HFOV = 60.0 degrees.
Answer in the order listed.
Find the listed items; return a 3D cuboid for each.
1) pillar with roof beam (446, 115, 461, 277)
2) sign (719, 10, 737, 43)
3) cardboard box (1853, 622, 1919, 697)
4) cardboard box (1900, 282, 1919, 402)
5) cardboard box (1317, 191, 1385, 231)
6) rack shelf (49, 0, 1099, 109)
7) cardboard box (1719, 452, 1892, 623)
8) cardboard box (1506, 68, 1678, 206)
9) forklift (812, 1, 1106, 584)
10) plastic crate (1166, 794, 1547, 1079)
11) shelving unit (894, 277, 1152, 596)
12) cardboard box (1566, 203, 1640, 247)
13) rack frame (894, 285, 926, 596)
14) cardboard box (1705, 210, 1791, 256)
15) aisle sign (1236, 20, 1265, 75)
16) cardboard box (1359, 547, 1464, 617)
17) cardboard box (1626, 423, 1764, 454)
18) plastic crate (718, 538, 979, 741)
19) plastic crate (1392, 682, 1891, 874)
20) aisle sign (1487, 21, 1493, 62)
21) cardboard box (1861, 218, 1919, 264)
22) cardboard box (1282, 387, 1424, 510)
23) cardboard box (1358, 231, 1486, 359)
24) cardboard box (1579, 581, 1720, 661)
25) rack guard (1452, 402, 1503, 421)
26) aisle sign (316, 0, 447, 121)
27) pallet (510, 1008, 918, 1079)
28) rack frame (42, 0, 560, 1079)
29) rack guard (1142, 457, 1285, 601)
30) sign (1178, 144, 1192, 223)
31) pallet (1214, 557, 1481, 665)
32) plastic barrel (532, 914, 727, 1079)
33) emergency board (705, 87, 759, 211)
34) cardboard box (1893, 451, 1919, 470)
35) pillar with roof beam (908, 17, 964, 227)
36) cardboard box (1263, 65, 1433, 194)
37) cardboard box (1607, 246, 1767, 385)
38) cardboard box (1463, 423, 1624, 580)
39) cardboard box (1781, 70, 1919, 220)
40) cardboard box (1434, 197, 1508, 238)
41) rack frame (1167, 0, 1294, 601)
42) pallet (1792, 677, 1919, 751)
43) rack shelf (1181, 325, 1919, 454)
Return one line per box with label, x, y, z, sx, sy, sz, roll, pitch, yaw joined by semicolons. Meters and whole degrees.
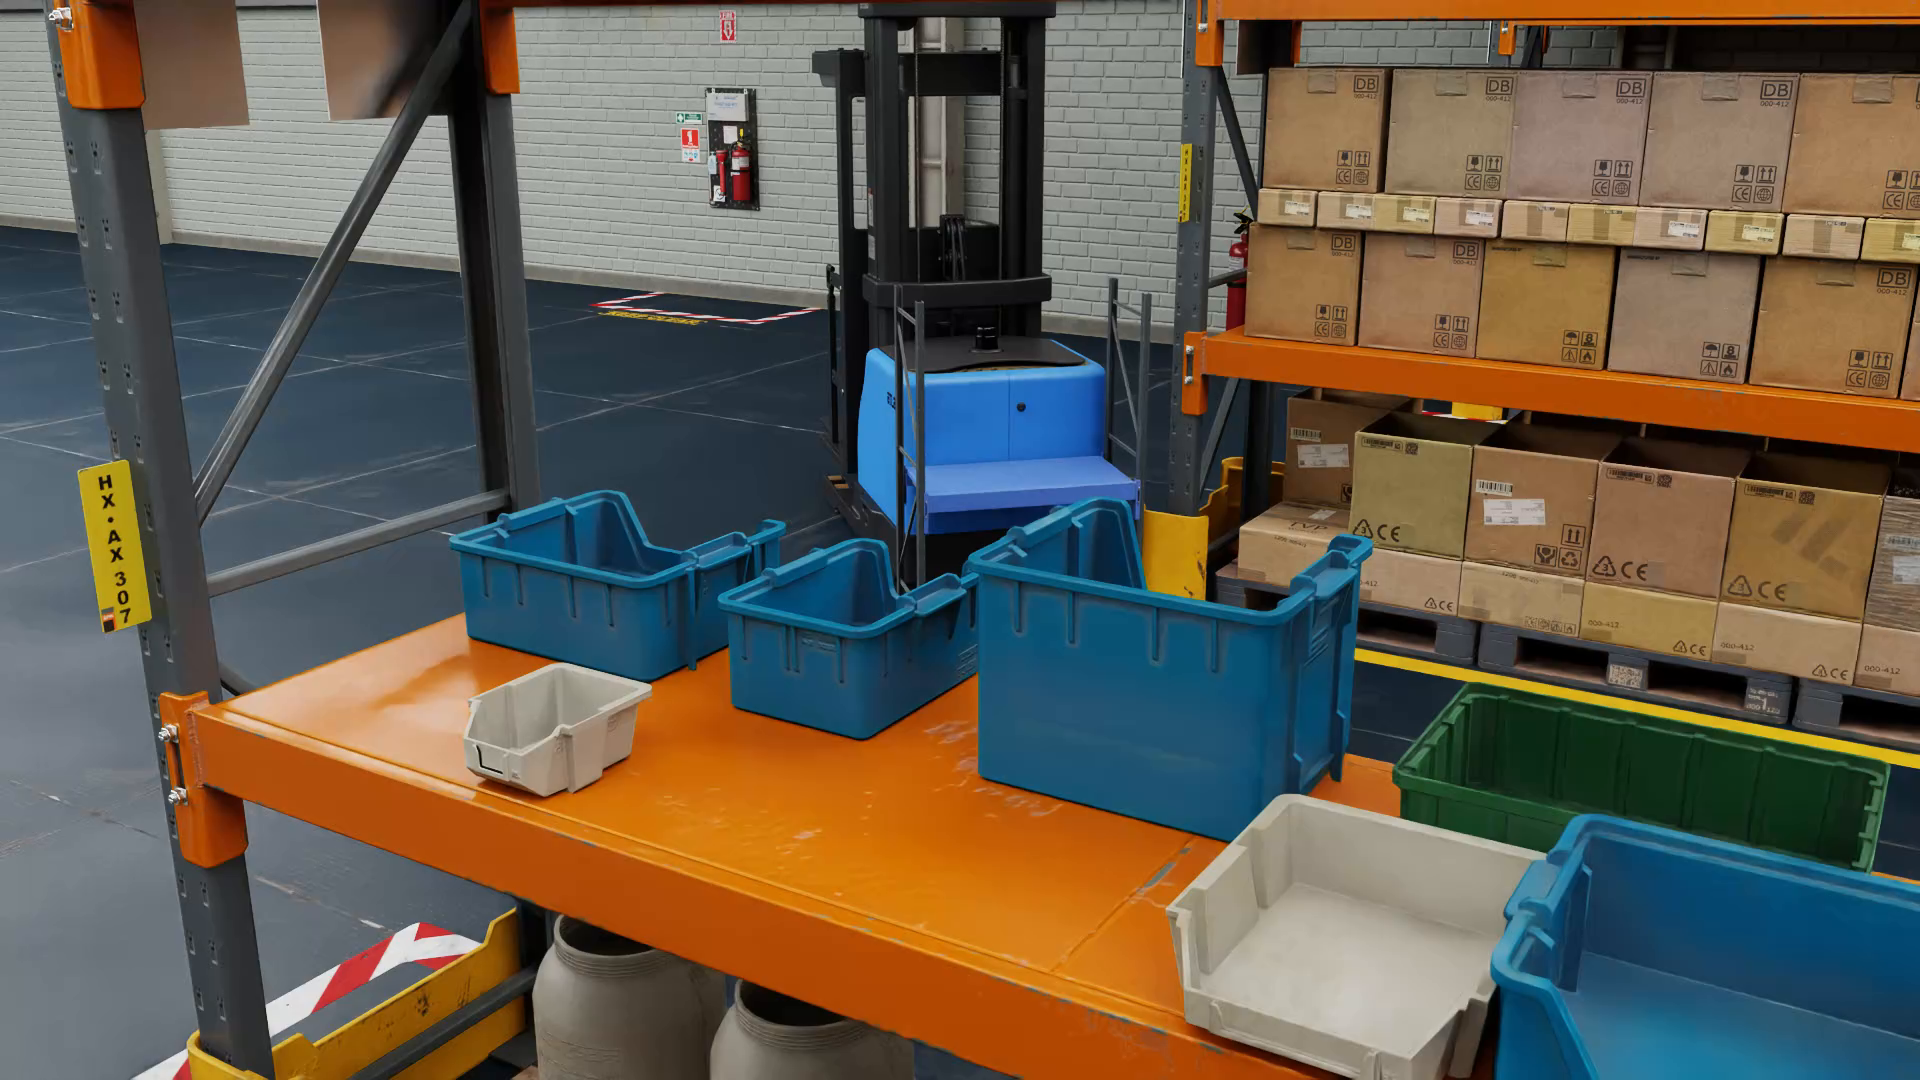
pillar with roof beam;-7.578;-6.181;13.746;0.400;9.000;9.100;10;20;30
sign;-2.253;-4.984;16.141;0.199;0.298;0.001;10;20;30
cardboard box;3.740;0.412;6.372;0.500;0.250;0.500;10;20;30
cardboard box;3.836;-0.800;6.182;0.500;0.500;0.700;10;20;29
cardboard box;1.710;-1.422;7.113;0.250;0.149;0.380;10;19;29
rack shelf;0.371;-0.777;2.354;4.000;0.370;1.077;10;20;30
cardboard box;3.313;-0.022;6.512;0.500;0.500;0.500;10;20;30
cardboard box;2.579;-1.647;6.739;0.500;0.500;0.700;10;20;30
forklift;-0.167;-1.579;9.037;1.130;2.935;3.031;-5;17;-15
plastic crate;0.559;0.560;2.329;0.437;0.136;0.530;10;20;30
shelving unit;0.269;-0.394;7.592;1.048;1.500;0.538;-4;18;-13
cardboard box;2.582;-1.266;6.600;0.250;0.149;0.380;10;19;29
rack frame;-0.225;-0.360;7.477;0.032;1.500;0.500;-4;18;-13
cardboard box;3.017;-1.187;6.341;0.250;0.149;0.380;11;20;32
aisle sign;1.360;-2.543;7.618;0.004;0.787;0.394;10;20;30
cardboard box;2.030;0.110;7.365;0.500;0.250;0.500;10;20;30
cardboard box;3.160;-0.227;7.187;0.500;0.500;0.500;10;20;30
plastic crate;-0.200;0.183;3.372;0.408;0.251;0.499;10;20;30
plastic crate;1.066;0.444;2.625;0.662;0.188;0.450;10;20;30
aisle sign;3.633;-3.624;11.178;0.004;0.787;0.394;10;20;30
cardboard box;3.460;-1.109;6.085;0.250;0.149;0.380;10;20;30
cardboard box;1.875;-0.452;7.928;0.500;0.500;0.500;10;20;30
cardboard box;2.103;-1.111;7.206;0.500;0.500;0.700;11;20;31
cardboard box;2.880;0.264;6.860;0.500;0.250;0.500;10;20;30
rack guard;3.916;-1.236;12.090;0.348;0.500;1.175;10;20;30
aisle sign;-1.239;-1.318;3.587;0.004;0.787;0.394;10;20;30
pallet;-0.555;1.469;3.681;1.213;0.211;1.003;10;20;30
rack frame;-1.334;0.010;3.687;0.127;3.000;1.000;10;20;30
rack guard;1.241;-0.024;8.099;0.348;0.500;1.175;10;20;30
sign;0.966;-1.532;7.137;0.005;0.325;0.100;10;20;30
pallet;1.935;0.224;7.780;1.213;0.211;1.003;10;20;30
plastic barrel;-0.733;1.081;3.720;0.421;0.512;0.421;0;17;0
emergency board;-2.298;-3.849;16.392;0.643;1.169;0.194;10;20;30
cardboard box;4.009;-0.074;6.682;0.500;0.500;0.500;10;20;30
pillar with roof beam;-2.465;-5.268;10.742;0.400;9.000;9.100;10;20;30
cardboard box;1.698;-1.802;7.250;0.500;0.500;0.700;10;20;30
cardboard box;2.974;-0.955;6.692;0.500;0.500;0.700;11;20;32
cardboard box;2.462;-0.175;7.015;0.500;0.500;0.500;10;20;30
cardboard box;3.431;-1.495;6.238;0.500;0.500;0.700;10;20;30
cardboard box;2.136;-1.345;6.859;0.250;0.149;0.380;10;19;29
rack frame;1.262;-1.216;7.724;0.127;3.000;1.000;10;20;30
pallet;4.015;0.595;6.559;1.213;0.211;1.003;10;20;30
rack shelf;2.966;-0.568;6.827;4.000;0.370;1.077;10;20;30
